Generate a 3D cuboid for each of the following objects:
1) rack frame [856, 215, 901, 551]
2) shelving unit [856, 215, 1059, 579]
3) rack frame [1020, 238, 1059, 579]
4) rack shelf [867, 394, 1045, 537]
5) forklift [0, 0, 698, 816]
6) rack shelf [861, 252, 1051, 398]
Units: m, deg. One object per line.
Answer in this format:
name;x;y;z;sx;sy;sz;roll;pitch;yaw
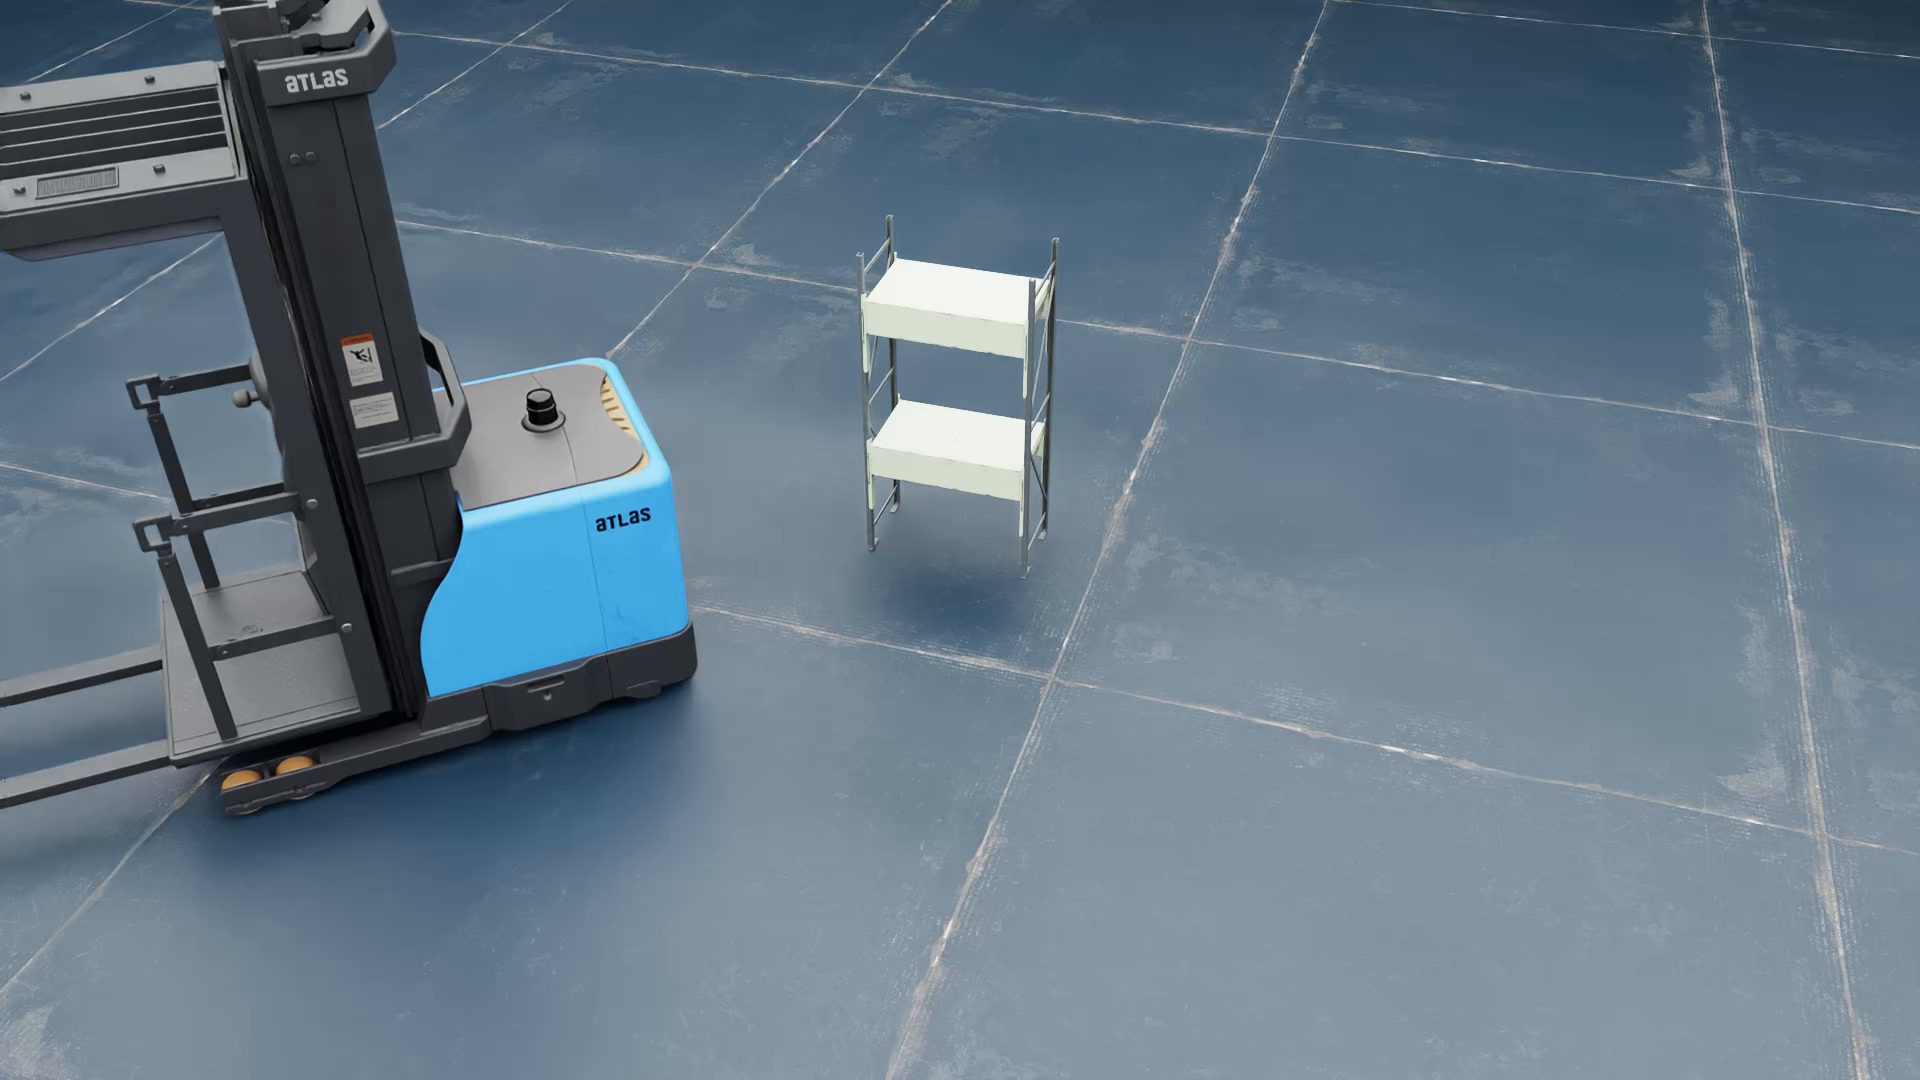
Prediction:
rack frame;-0.356;-0.670;7.395;0.023;1.500;0.400;10;38;14
shelving unit;-0.006;-0.605;7.307;0.755;1.500;0.431;10;38;14
rack frame;0.343;-0.541;7.219;0.023;1.500;0.400;10;38;14
rack shelf;-0.006;-0.343;7.500;0.720;0.370;0.431;10;38;14
forklift;-2.656;-0.495;5.950;3.031;2.935;1.130;-14;39;-19
rack shelf;-0.006;-0.919;7.076;0.720;0.370;0.431;10;38;14
